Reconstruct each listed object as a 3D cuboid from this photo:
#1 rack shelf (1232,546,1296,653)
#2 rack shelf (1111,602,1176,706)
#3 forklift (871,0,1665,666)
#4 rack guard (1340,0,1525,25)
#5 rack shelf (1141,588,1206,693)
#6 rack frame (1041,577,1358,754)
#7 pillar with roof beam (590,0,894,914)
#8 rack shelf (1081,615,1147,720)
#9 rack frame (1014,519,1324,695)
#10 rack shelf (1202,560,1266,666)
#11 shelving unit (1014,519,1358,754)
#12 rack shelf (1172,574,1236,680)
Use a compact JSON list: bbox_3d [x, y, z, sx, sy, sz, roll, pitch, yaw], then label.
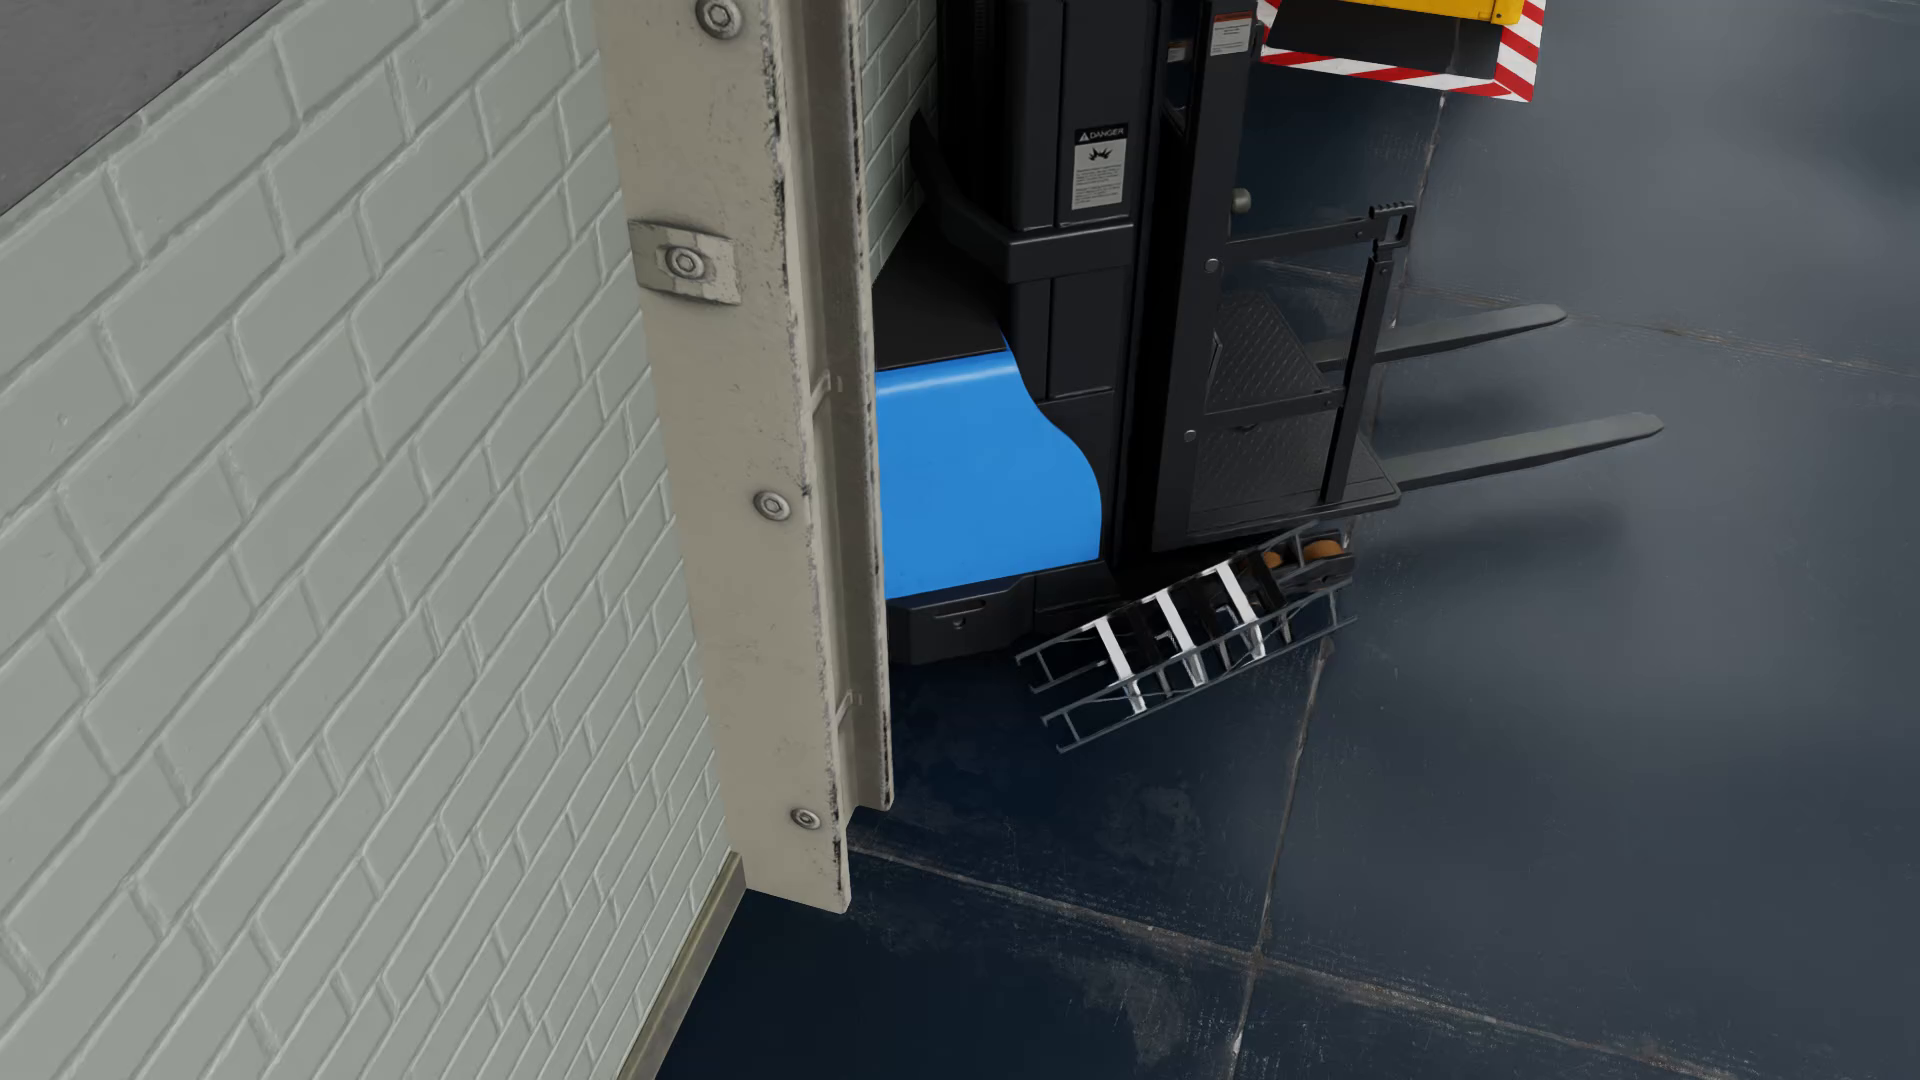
[{"bbox_3d":[0.837,0.170,4.549,0.077,0.258,0.200,-25,56,2],"label":"rack shelf"},{"bbox_3d":[0.509,0.320,4.561,0.077,0.258,0.200,-25,56,2],"label":"rack shelf"},{"bbox_3d":[0.701,-1.199,4.379,3.031,2.935,1.130,-11,45,-11],"label":"forklift"},{"bbox_3d":[2.069,-2.783,7.736,1.175,0.500,0.348,13,46,13],"label":"rack guard"},{"bbox_3d":[0.591,0.282,4.558,0.077,0.258,0.200,-25,56,2],"label":"rack shelf"},{"bbox_3d":[0.655,0.346,4.500,0.900,0.240,0.006,-25,56,2],"label":"rack frame"},{"bbox_3d":[3.719,-1.508,0.357,9.100,9.000,0.400,13,46,13],"label":"pillar with roof beam"},{"bbox_3d":[0.428,0.357,4.564,0.077,0.258,0.200,-25,56,2],"label":"rack shelf"},{"bbox_3d":[0.588,0.191,4.613,0.900,0.240,0.006,-25,56,2],"label":"rack frame"},{"bbox_3d":[0.755,0.207,4.552,0.077,0.258,0.200,-25,56,2],"label":"rack shelf"},{"bbox_3d":[0.622,0.268,4.557,0.900,0.258,0.210,-25,56,2],"label":"shelving unit"},{"bbox_3d":[0.673,0.245,4.555,0.077,0.258,0.200,-25,56,2],"label":"rack shelf"}]
